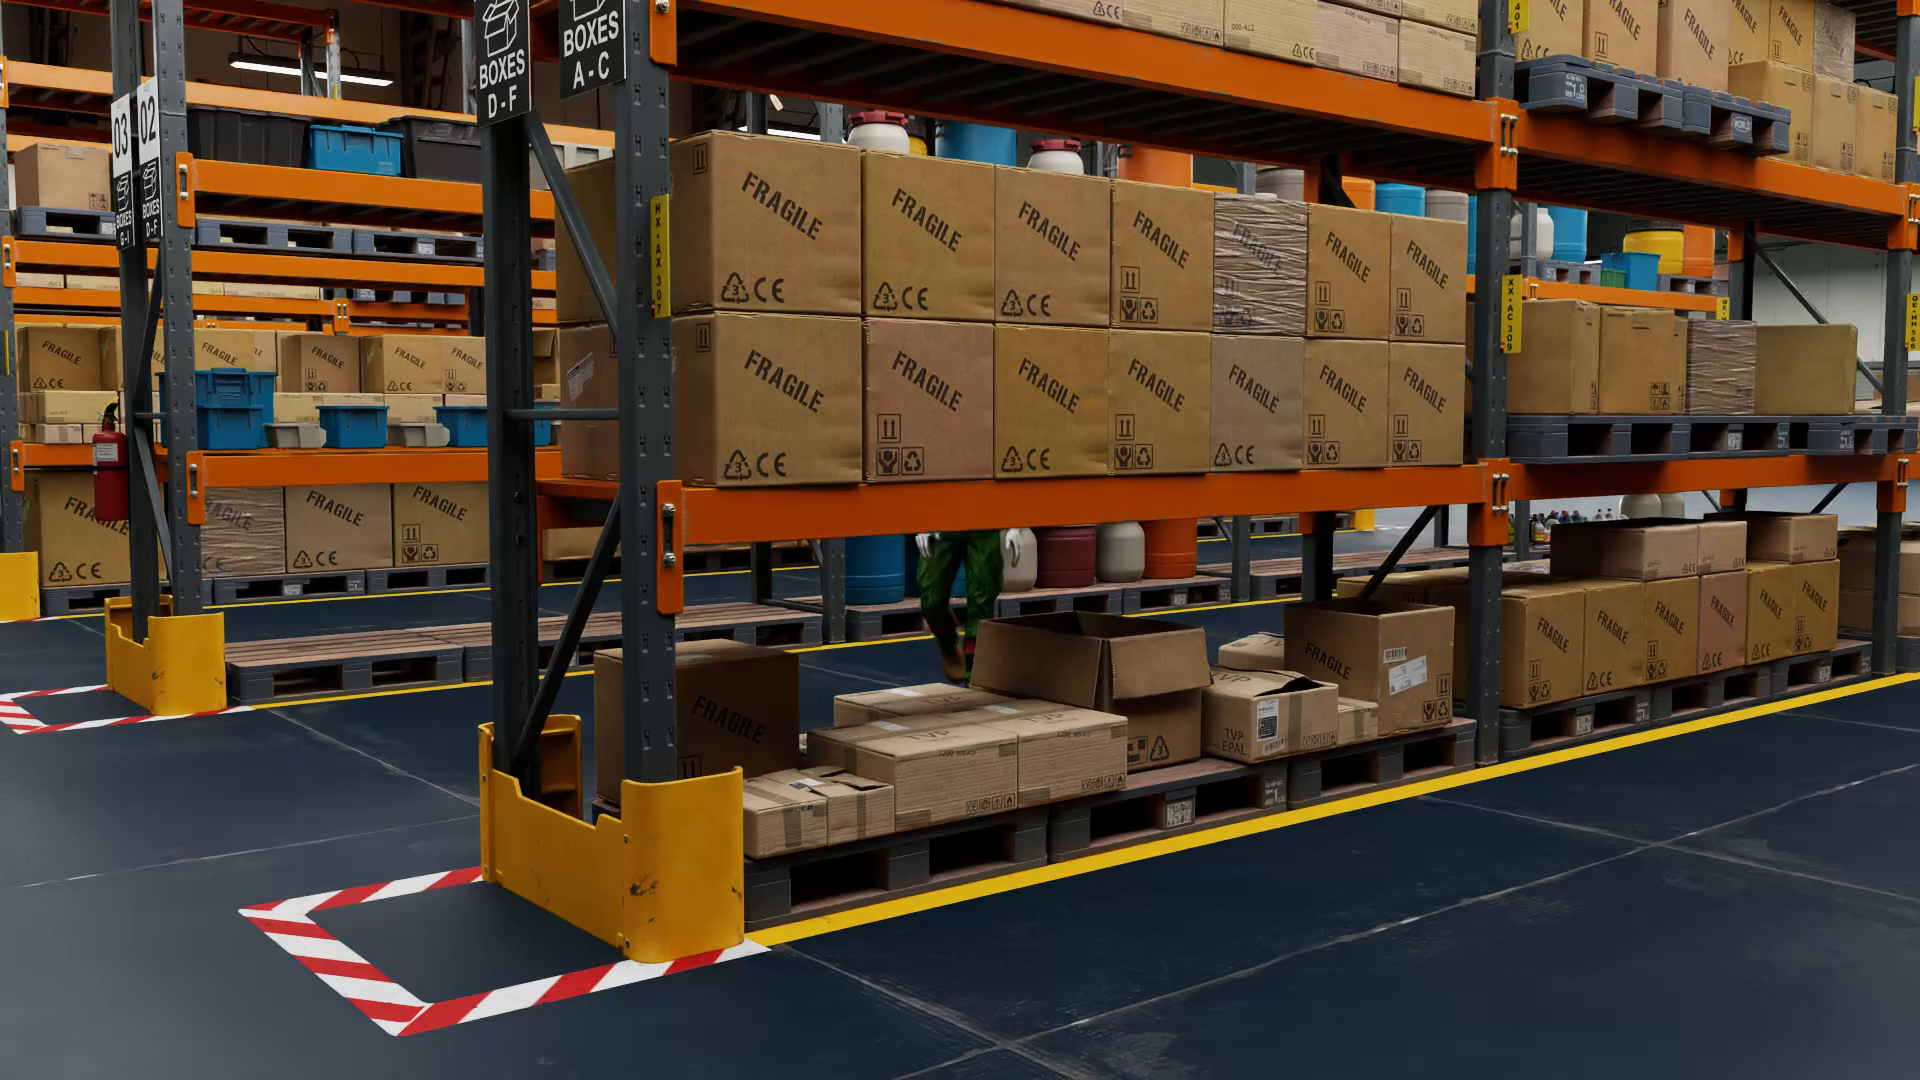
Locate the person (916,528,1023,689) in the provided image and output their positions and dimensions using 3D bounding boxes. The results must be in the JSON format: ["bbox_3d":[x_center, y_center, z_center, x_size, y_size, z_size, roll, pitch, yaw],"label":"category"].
[{"bbox_3d":[0.046,-0.040,8.678,0.570,1.778,0.699,0,4,4],"label":"person"}]
